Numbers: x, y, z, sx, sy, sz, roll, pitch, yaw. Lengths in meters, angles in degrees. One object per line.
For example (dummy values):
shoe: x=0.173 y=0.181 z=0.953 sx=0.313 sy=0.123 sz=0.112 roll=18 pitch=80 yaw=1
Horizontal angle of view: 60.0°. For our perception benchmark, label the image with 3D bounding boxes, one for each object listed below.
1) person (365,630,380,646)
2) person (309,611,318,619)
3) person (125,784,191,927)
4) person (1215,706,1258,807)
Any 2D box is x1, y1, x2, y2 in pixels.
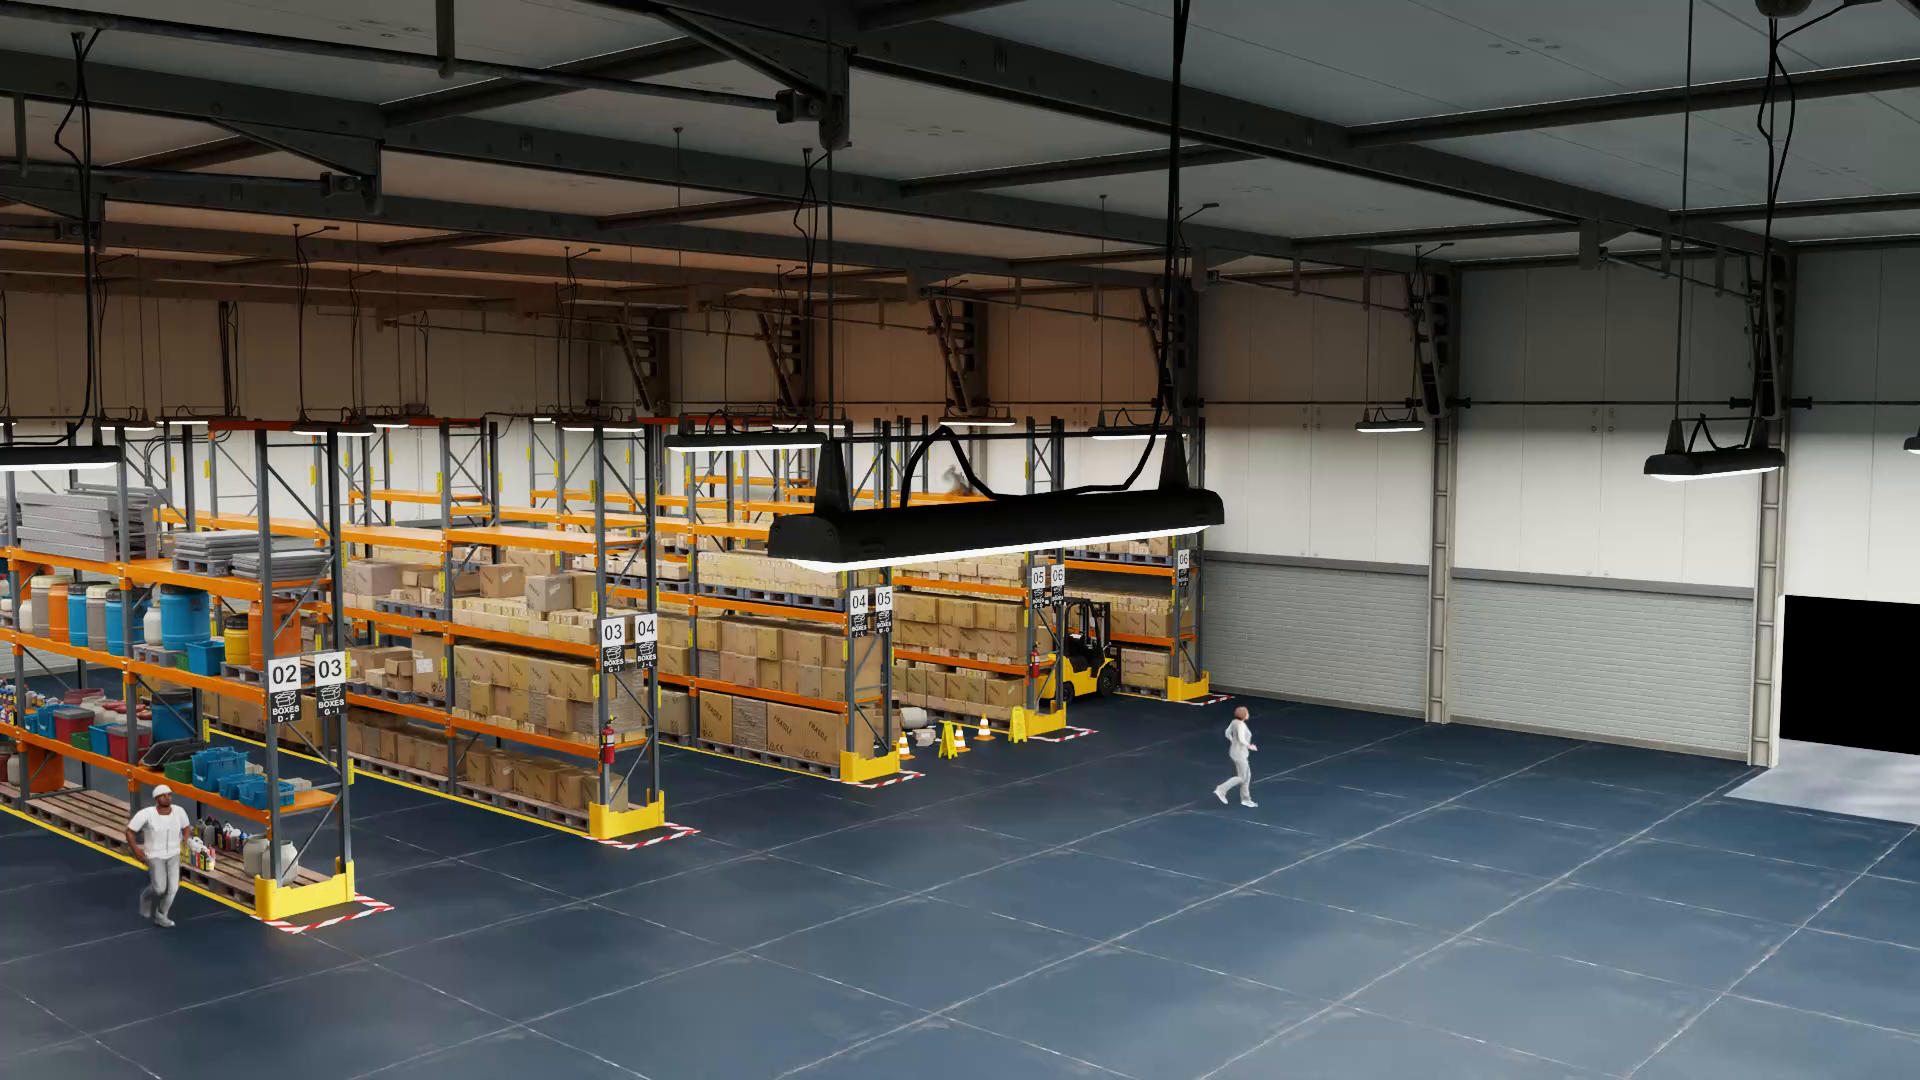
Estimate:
person: x=-14.148 y=2.108 z=40.042 sx=0.629 sy=1.777 sz=0.970 roll=2 pitch=5 yaw=21
person: x=-14.511 y=2.383 z=37.146 sx=0.742 sy=1.775 sz=0.681 roll=-3 pitch=6 yaw=-36
person: x=-9.625 y=3.803 z=20.070 sx=0.568 sy=1.720 sz=0.732 roll=4 pitch=6 yaw=41
person: x=4.314 y=3.390 z=25.969 sx=0.721 sy=1.601 sz=0.565 roll=-1 pitch=5 yaw=-8
